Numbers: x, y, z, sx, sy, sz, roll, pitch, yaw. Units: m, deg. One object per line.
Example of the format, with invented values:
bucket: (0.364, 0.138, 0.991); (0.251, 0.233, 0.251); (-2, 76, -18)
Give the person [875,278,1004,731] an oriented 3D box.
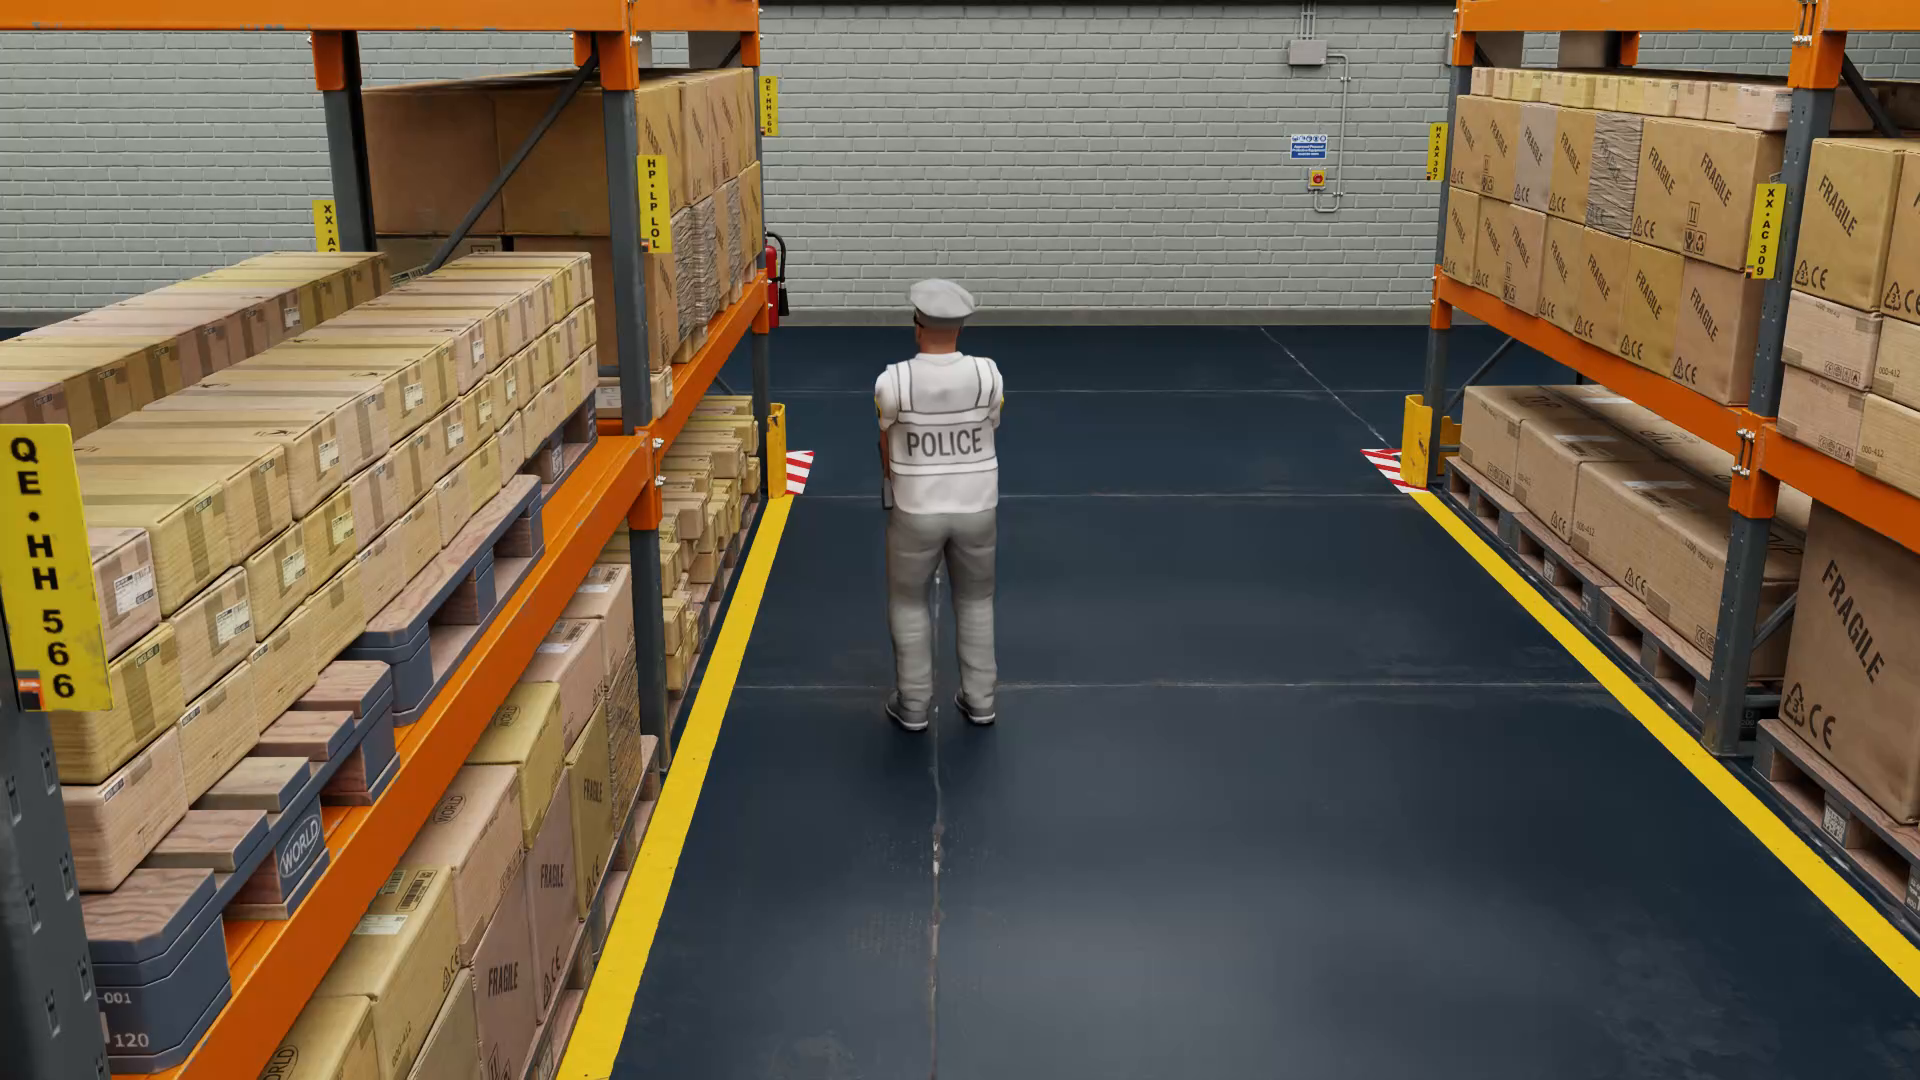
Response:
person: (-0.102, -0.150, 6.499); (0.494, 1.767, 0.564); (-4, 17, -13)
